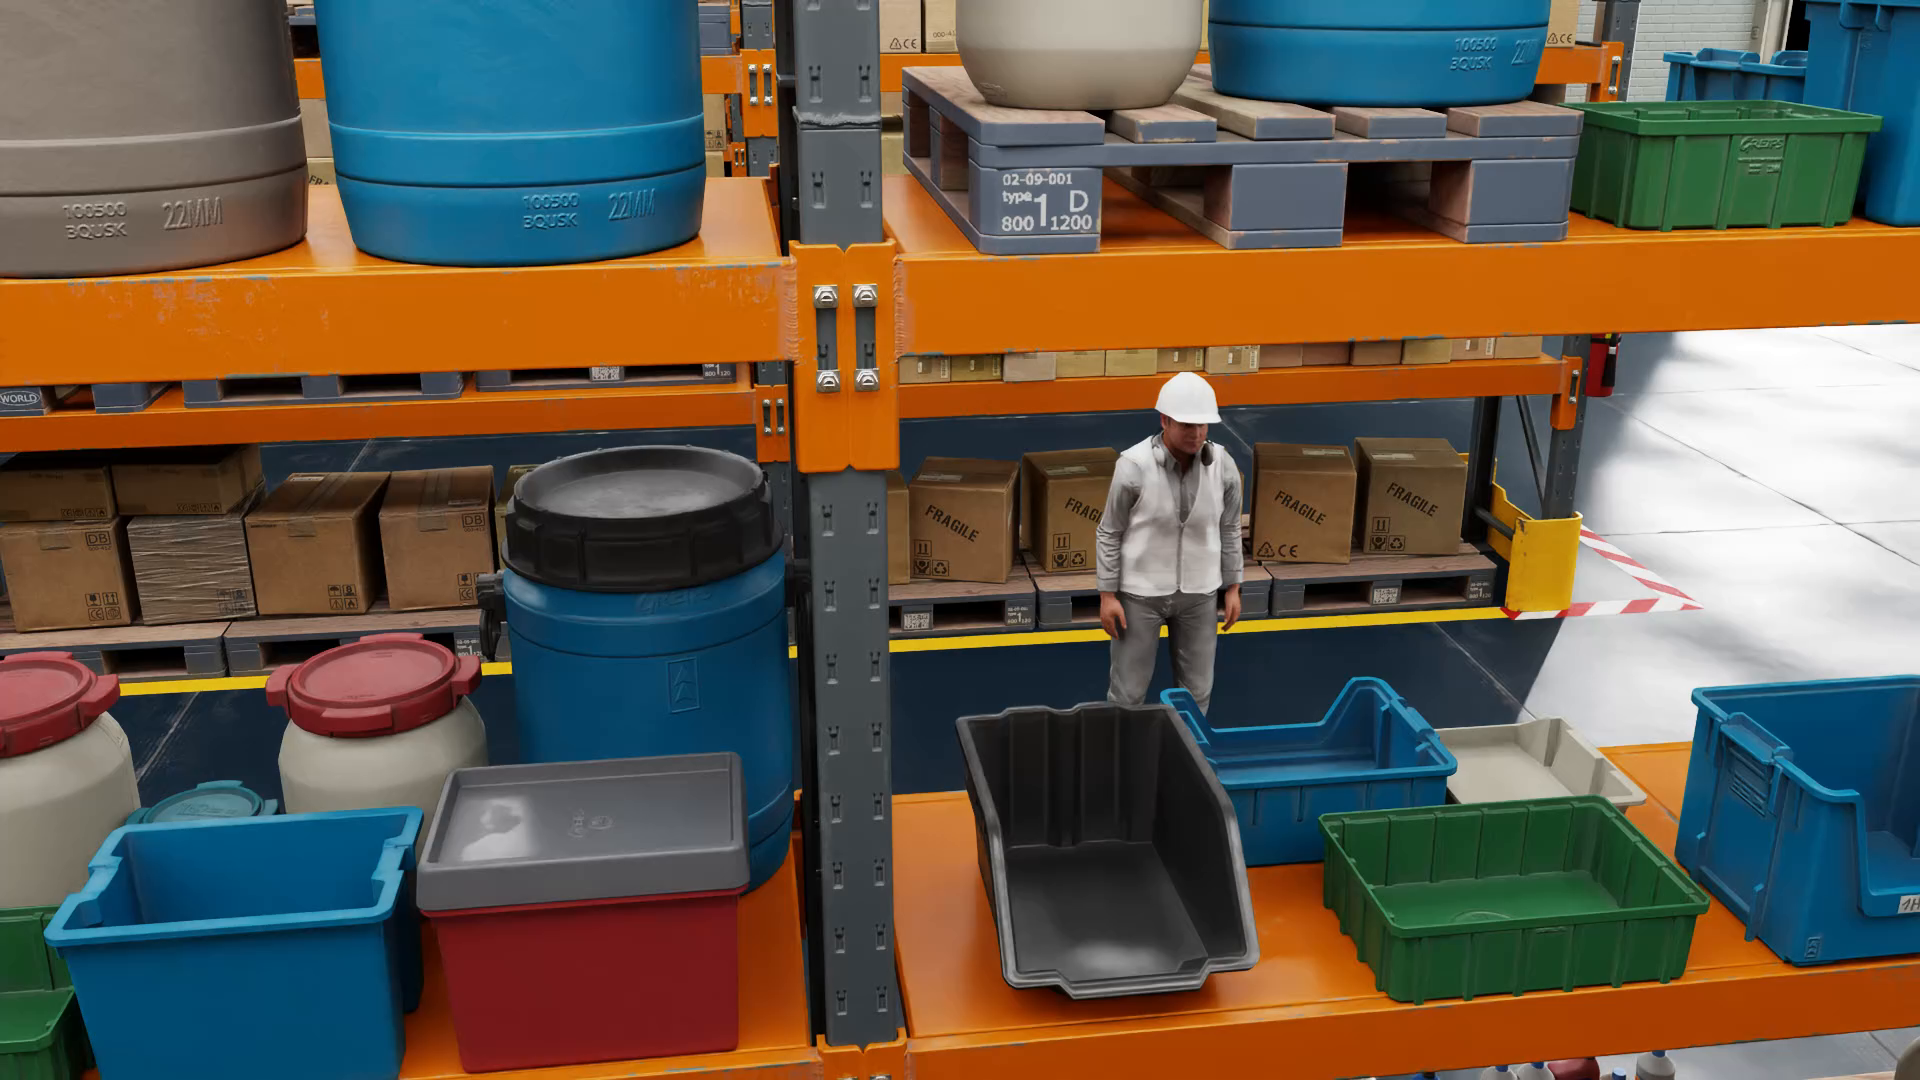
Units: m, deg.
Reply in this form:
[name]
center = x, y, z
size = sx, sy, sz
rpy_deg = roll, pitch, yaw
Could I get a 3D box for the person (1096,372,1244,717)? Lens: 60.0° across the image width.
[person]
center = 0.813, 0.203, 6.469
size = 0.590, 1.773, 0.459
rpy_deg = -4, 20, -10
